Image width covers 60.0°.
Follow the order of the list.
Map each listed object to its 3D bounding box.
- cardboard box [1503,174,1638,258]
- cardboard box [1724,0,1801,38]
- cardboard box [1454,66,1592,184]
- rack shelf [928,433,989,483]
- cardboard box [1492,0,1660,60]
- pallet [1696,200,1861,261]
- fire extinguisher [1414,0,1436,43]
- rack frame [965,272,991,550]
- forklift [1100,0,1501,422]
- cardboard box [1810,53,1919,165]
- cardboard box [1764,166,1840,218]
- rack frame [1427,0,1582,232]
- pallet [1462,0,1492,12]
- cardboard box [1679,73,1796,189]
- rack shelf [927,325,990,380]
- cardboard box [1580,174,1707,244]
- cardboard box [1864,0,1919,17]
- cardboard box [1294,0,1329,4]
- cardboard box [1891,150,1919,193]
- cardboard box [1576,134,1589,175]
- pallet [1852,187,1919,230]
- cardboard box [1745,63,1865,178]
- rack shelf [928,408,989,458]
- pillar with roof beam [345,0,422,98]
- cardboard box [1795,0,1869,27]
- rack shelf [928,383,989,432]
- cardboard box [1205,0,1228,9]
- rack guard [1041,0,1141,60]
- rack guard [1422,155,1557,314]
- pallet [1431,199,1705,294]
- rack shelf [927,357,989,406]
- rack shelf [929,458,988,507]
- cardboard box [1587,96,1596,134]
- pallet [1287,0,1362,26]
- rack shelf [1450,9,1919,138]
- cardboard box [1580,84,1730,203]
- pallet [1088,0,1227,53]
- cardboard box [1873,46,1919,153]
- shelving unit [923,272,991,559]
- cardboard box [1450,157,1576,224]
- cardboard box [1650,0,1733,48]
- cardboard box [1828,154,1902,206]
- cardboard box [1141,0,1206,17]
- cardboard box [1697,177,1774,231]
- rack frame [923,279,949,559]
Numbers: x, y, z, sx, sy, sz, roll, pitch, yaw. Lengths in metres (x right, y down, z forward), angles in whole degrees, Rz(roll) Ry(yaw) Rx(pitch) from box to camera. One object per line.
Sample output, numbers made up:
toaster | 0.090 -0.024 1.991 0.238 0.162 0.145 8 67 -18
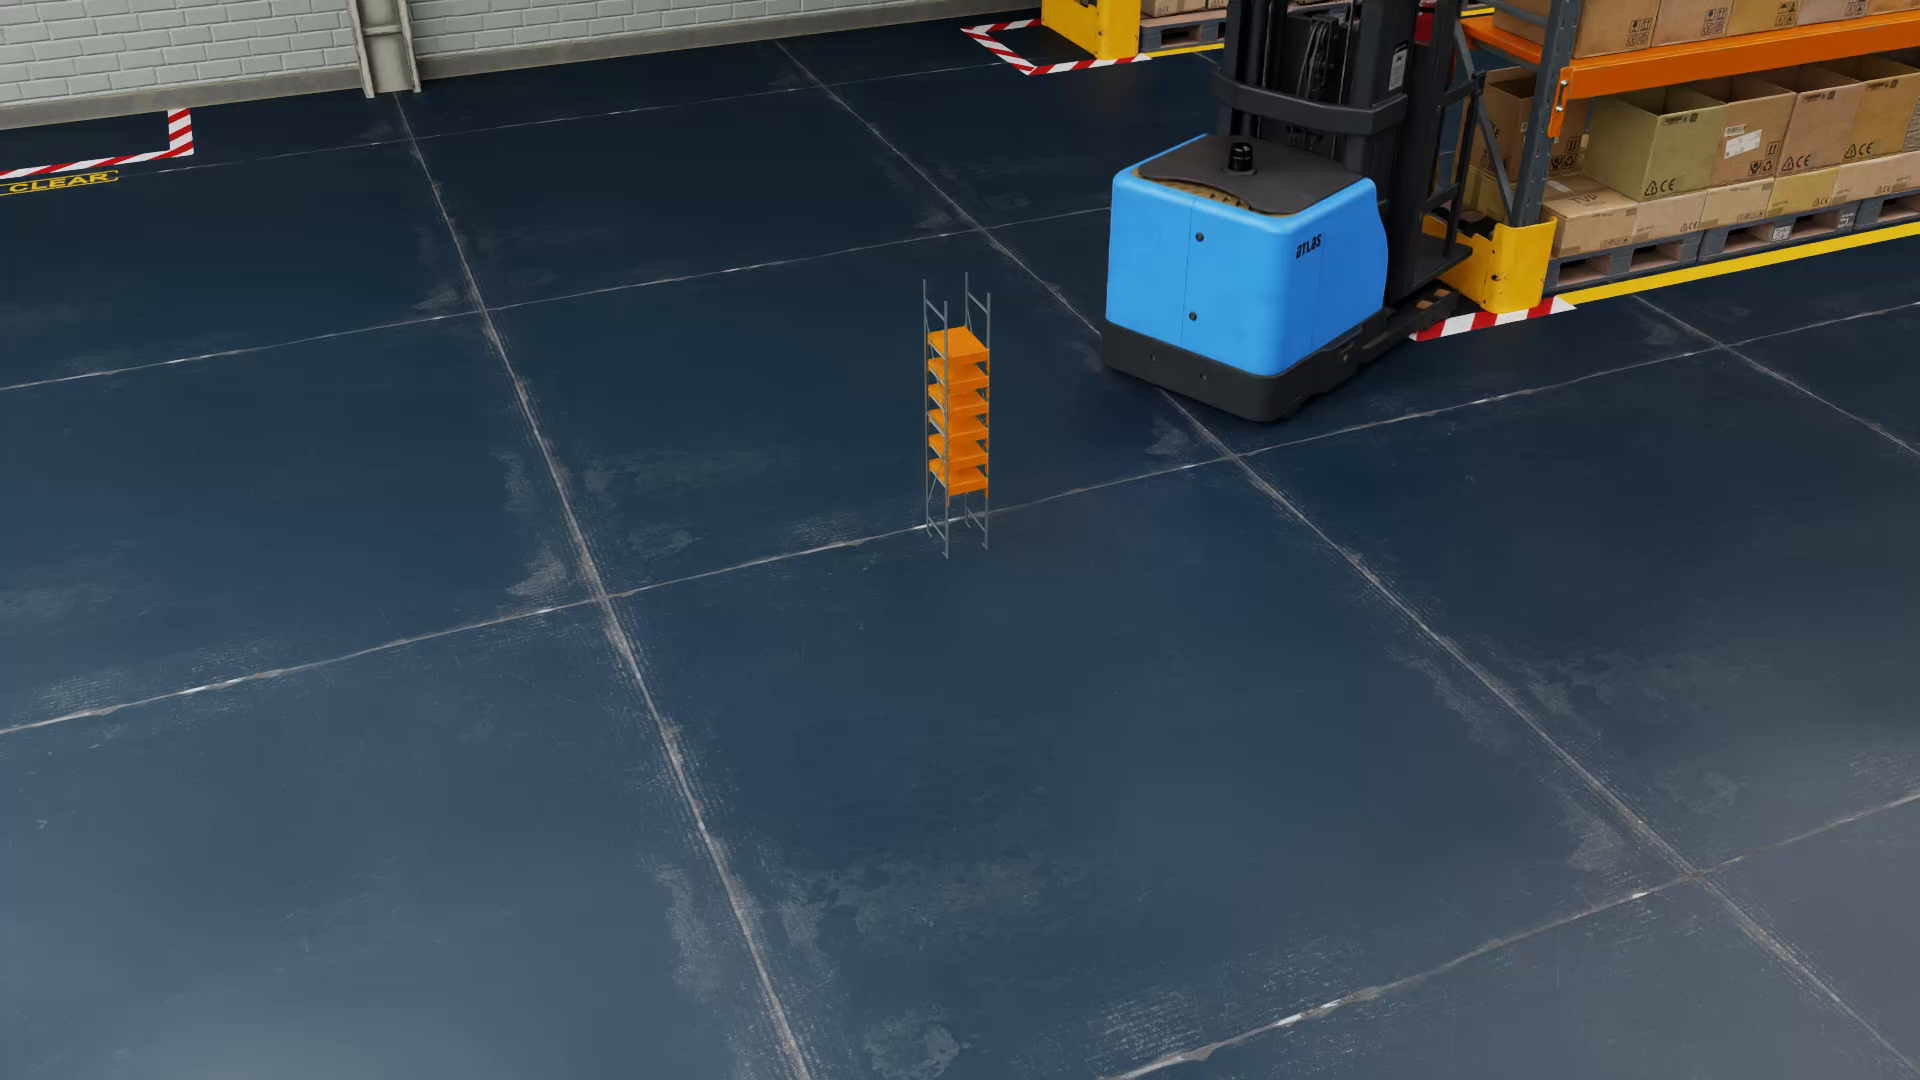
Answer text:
cardboard box | 3.474 -1.852 9.481 0.500 0.250 0.500 -13 35 -19
cardboard box | 4.272 -3.176 9.289 0.500 0.500 0.700 -13 35 -19
cardboard box | 3.273 -2.427 9.679 0.500 0.500 0.500 -13 35 -19
rack shelf | -0.013 -0.362 7.008 0.180 0.103 0.258 -13 35 -19
cardboard box | 3.329 -2.961 8.958 0.500 0.500 0.700 -13 35 -19
pallet | 4.706 -2.096 10.278 1.213 0.211 1.003 -13 35 -19
fire extinguisher | 2.605 -3.003 9.186 0.183 0.674 0.296 -13 35 -19
rack frame | 0.071 -0.519 6.948 0.006 1.200 0.240 -13 35 -19
forklift | 2.075 -2.519 8.434 1.130 2.935 3.031 26 41 34
cardboard box | 5.314 -2.594 9.935 0.500 0.500 0.500 -13 35 -19
cardboard box | 4.858 -2.167 9.967 0.500 0.250 0.500 -13 35 -19
rack frame | 2.894 -2.827 8.844 0.127 3.000 1.000 -13 35 -19
pallet | 4.055 -4.833 14.484 1.213 0.211 1.003 -13 35 -19
cardboard box | 4.391 -2.384 9.613 0.500 0.500 0.500 -13 35 -19
rack shelf | -0.013 -0.764 6.746 0.180 0.103 0.258 -13 35 -19
cardboard box | 3.934 -1.959 9.647 0.500 0.250 0.500 -13 35 -19
cardboard box | 5.227 -3.398 9.630 0.500 0.500 0.700 -12 35 -18
cardboard box | 2.867 -4.804 13.772 0.500 0.500 0.700 -15 36 -22
cardboard box | 5.774 -2.386 10.303 0.500 0.250 0.500 -13 35 -19
cardboard box | 3.730 -2.224 10.053 0.500 0.250 0.500 -13 35 -19
pallet | 5.833 -2.356 10.677 1.213 0.211 1.003 -13 35 -19
cardboard box | 4.859 -2.481 9.762 0.500 0.500 0.500 -13 35 -19
rack shelf | -0.013 -0.463 6.942 0.180 0.103 0.258 -13 35 -19
pillar with roof beam | -2.582 -4.983 6.657 0.400 9.000 9.100 -13 35 -19
cardboard box | 4.756 -3.289 9.463 0.500 0.500 0.700 -12 35 -18
rack shelf | -0.013 -0.563 6.877 0.180 0.103 0.258 -13 35 -19
cardboard box | 2.171 -4.595 13.624 0.500 0.311 0.500 -10 34 -15
rack guard | 1.043 -4.285 13.378 0.348 0.500 1.175 -13 35 -19
rack guard | 2.872 -1.774 9.518 0.348 0.500 1.175 -13 35 -19
pallet | 3.583 -1.840 9.885 1.213 0.211 1.003 -13 35 -19
rack shelf | -0.013 -0.664 6.811 0.180 0.103 0.258 -13 35 -19
rack shelf | -0.013 -0.261 7.073 0.180 0.103 0.258 -13 35 -19
cardboard box | 4.189 -2.646 10.015 0.500 0.500 0.500 -13 35 -19
pallet | 2.929 -4.573 14.085 1.213 0.211 1.003 -13 35 -19
rack shelf | 4.738 -2.947 9.689 4.000 0.370 1.077 -13 35 -19
cardboard box | 3.935 -2.272 9.441 0.500 0.500 0.500 -13 35 -19
pallet | 1.806 -4.318 13.693 1.213 0.211 1.003 -13 35 -19
cardboard box | 5.773 -2.702 10.100 0.500 0.500 0.500 -13 35 -19
shelving unit | -0.013 -0.500 6.918 0.189 1.200 0.258 -13 35 -19
cardboard box | 3.274 -2.112 9.882 0.500 0.250 0.500 -13 35 -19
cardboard box | 3.812 -3.074 9.132 0.500 0.500 0.700 -12 35 -18
cardboard box | 5.319 -2.273 10.130 0.500 0.250 0.500 -13 35 -19
cardboard box | 1.646 -4.475 13.439 0.500 0.311 0.500 -17 37 -24
cardboard box | 4.395 -2.064 9.808 0.500 0.250 0.500 -13 35 -19
rack frame | -0.098 -0.481 6.888 0.006 1.200 0.240 -13 35 -19
